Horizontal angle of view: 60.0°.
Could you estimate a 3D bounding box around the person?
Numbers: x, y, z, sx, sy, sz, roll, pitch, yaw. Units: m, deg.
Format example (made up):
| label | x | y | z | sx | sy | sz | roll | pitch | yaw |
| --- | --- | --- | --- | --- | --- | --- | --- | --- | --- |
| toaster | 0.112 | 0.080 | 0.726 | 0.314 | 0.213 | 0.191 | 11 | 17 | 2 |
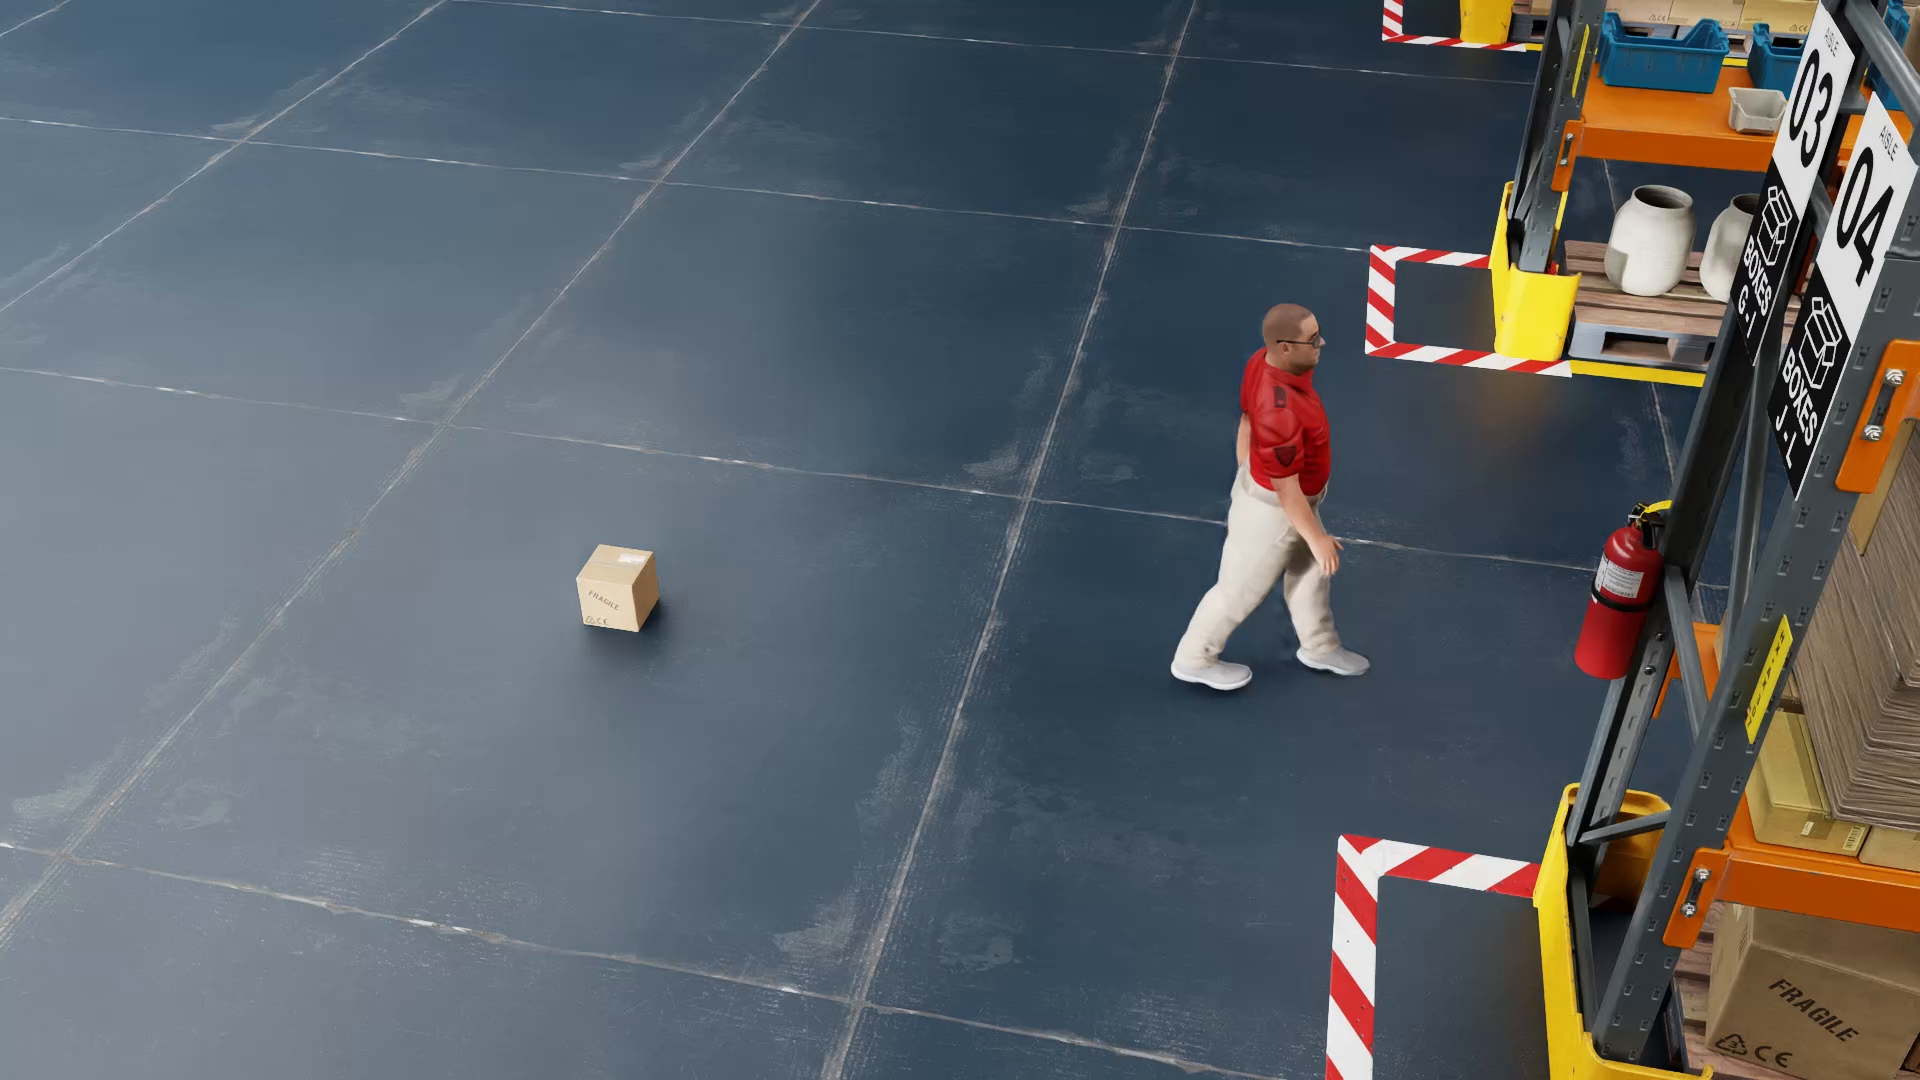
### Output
| label | x | y | z | sx | sy | sz | roll | pitch | yaw |
| --- | --- | --- | --- | --- | --- | --- | --- | --- | --- |
| person | 1.272 | -0.096 | 6.310 | 0.816 | 1.750 | 0.578 | 5 | 37 | 7 |
